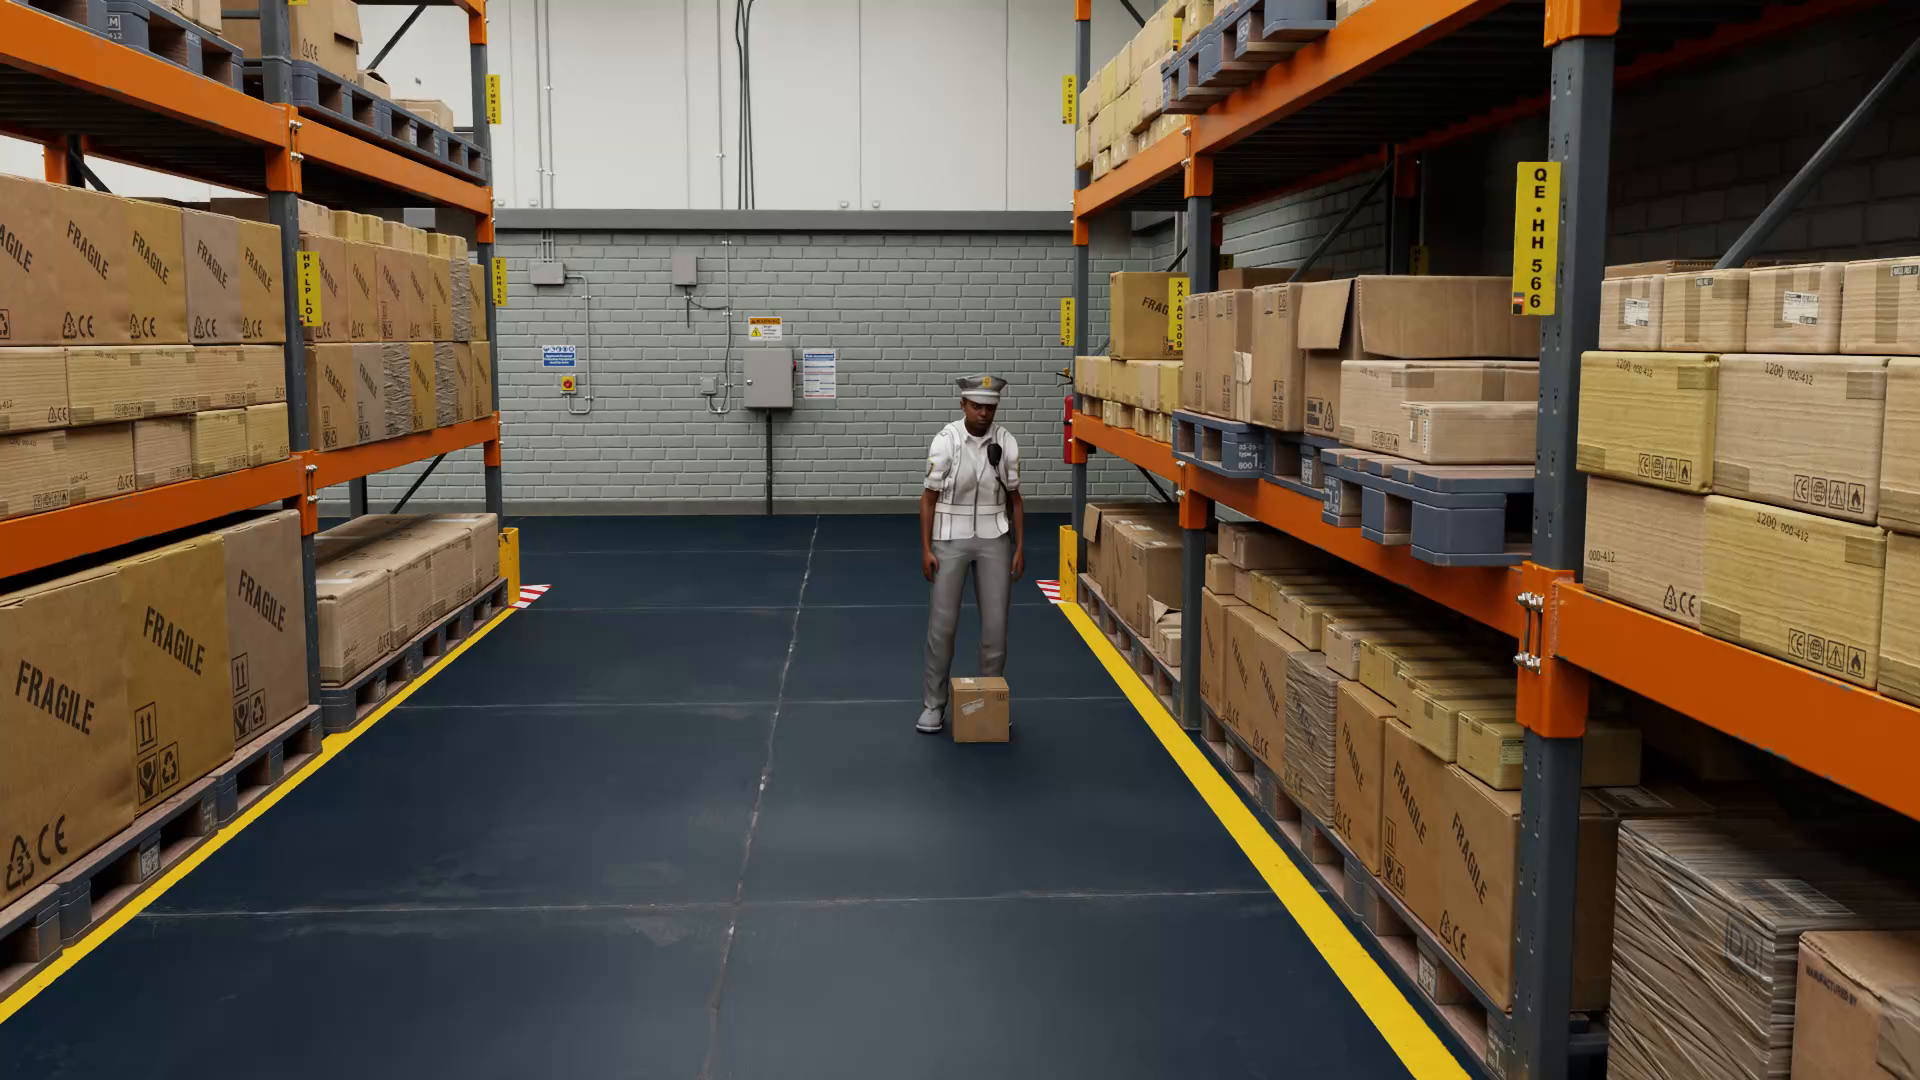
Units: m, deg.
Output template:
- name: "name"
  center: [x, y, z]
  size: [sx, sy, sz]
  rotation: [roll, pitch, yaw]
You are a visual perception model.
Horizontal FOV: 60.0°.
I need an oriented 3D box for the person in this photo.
- name: "person"
  center: [0.046, 0.053, 7.812]
  size: [0.533, 1.661, 0.396]
  rotation: [-1, 7, -10]
